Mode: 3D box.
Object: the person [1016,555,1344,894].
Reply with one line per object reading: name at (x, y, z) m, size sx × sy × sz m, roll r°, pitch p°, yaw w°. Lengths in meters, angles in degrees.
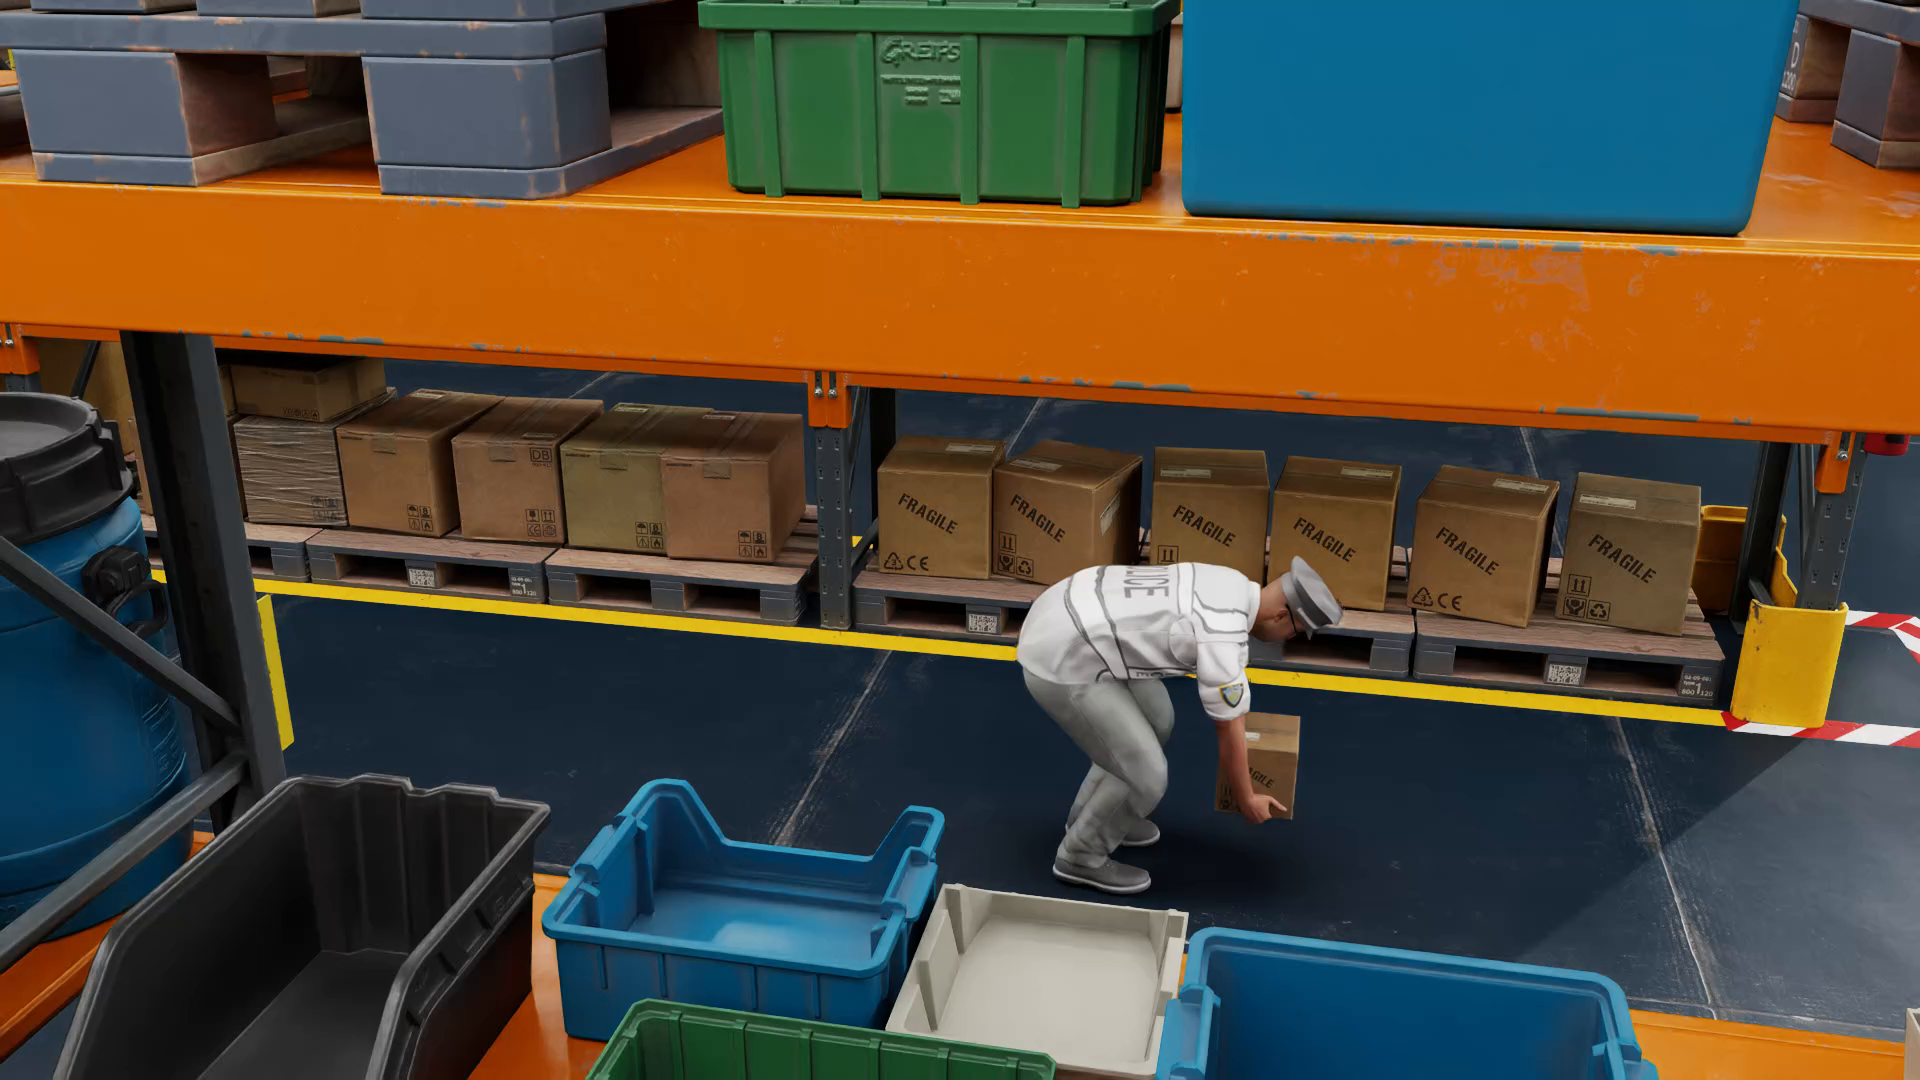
person at (0.699, 0.582, 5.454) m, size 1.032 × 1.125 × 0.530 m, roll 3°, pitch 22°, yaw 8°
